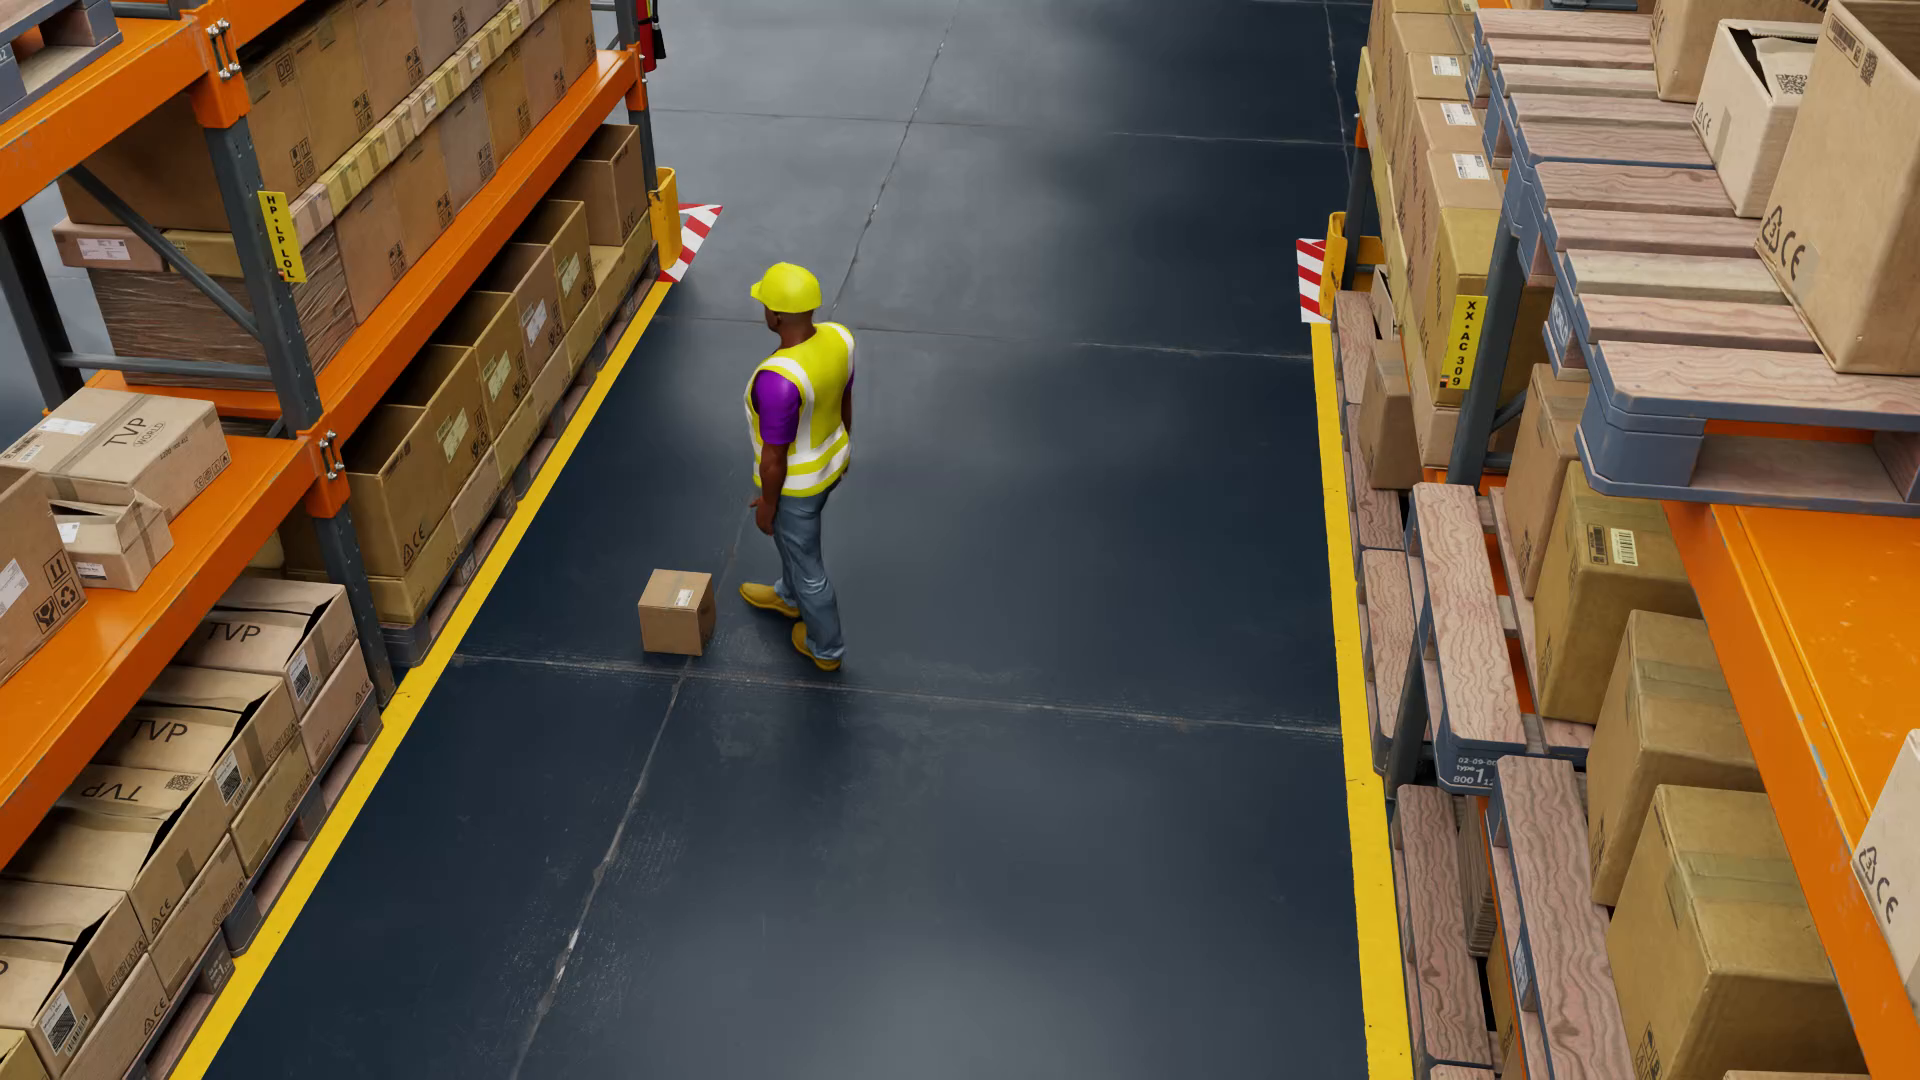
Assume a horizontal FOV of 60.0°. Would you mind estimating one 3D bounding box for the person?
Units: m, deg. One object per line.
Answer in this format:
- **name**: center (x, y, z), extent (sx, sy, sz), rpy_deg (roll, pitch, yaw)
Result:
- **person**: center (-0.724, -0.303, 6.543), extent (0.633, 1.763, 0.570), rpy_deg (16, 39, 21)
